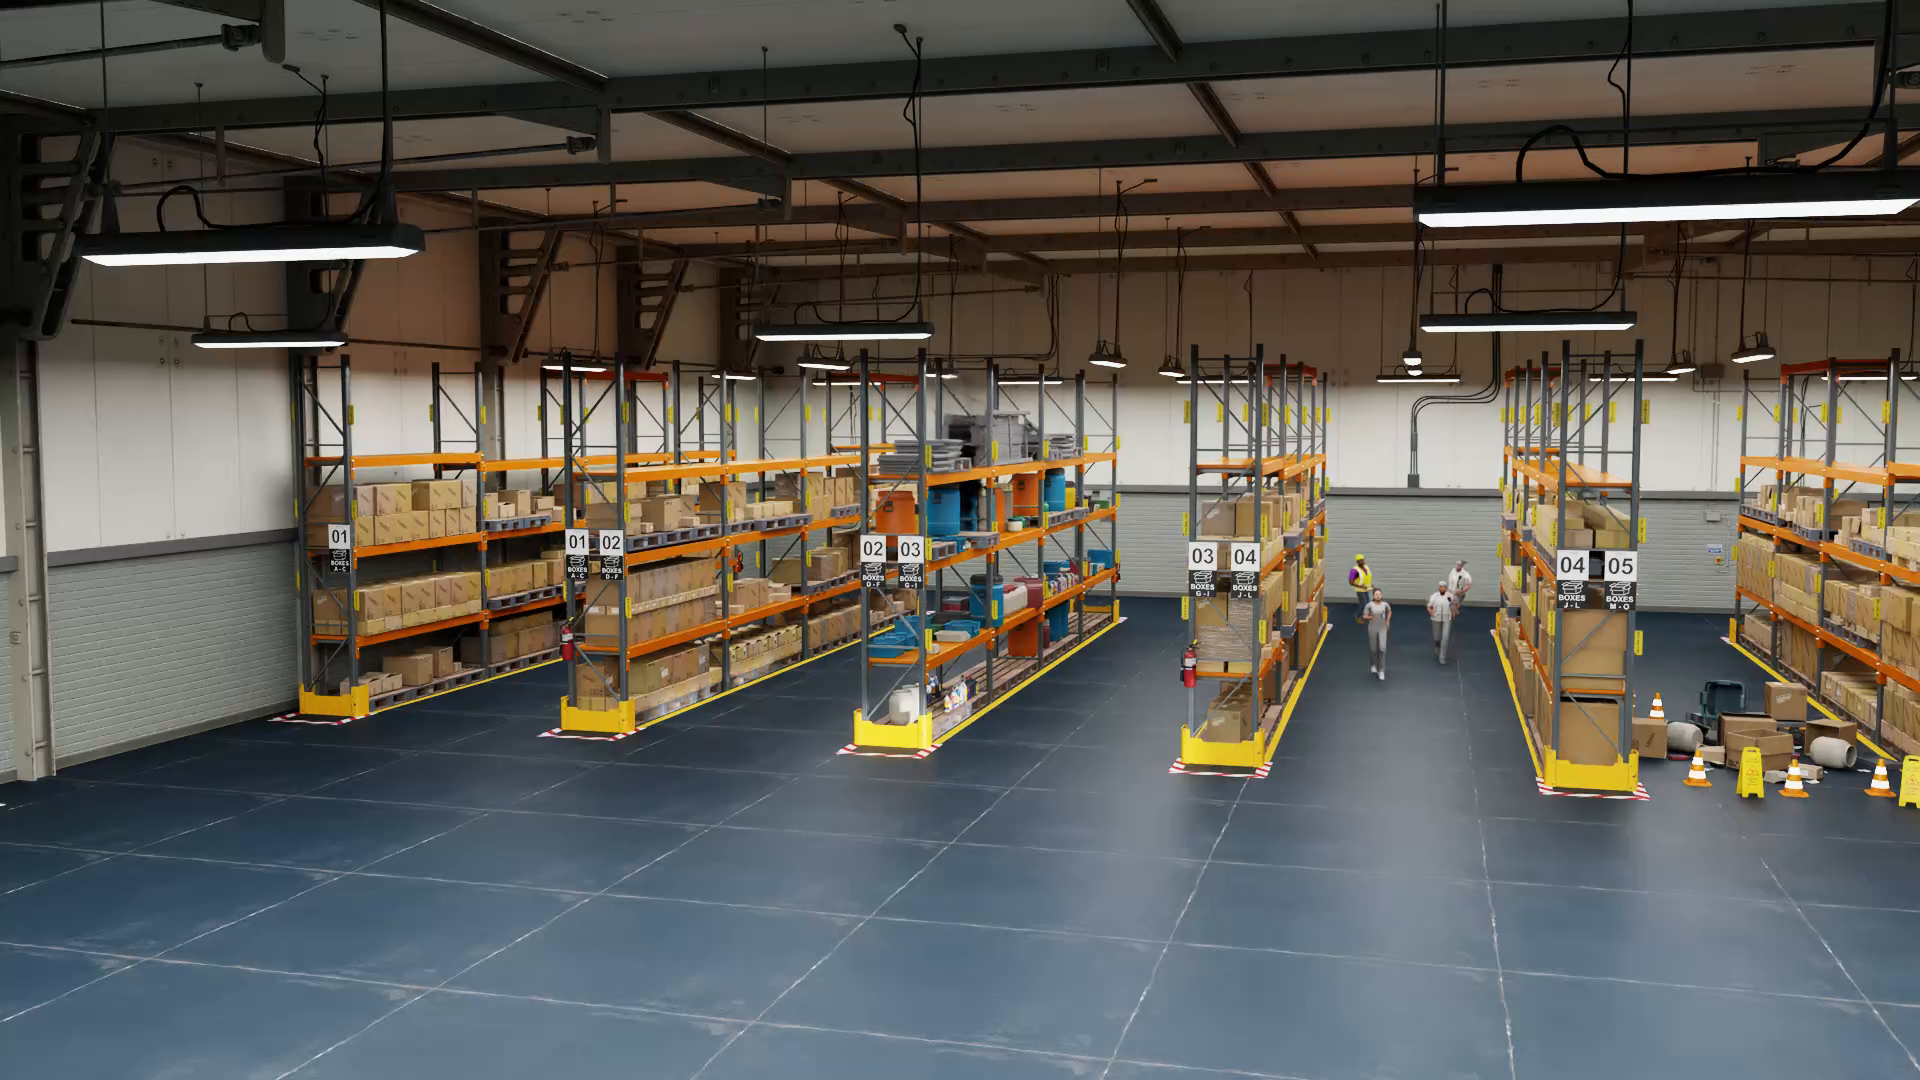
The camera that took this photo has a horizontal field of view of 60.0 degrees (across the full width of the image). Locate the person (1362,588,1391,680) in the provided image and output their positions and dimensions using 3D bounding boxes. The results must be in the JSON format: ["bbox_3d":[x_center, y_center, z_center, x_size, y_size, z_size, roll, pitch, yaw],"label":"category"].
[{"bbox_3d":[7.961,1.781,31.755,0.555,1.682,0.841,1,4,9],"label":"person"}]

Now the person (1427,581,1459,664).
[{"bbox_3d":[9.827,1.660,33.873,0.616,1.663,0.823,1,4,18],"label":"person"}]

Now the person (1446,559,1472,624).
[{"bbox_3d":[11.667,1.252,38.901,0.657,1.679,0.735,-3,5,-31],"label":"person"}]

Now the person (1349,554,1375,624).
[{"bbox_3d":[9.463,1.212,38.998,0.741,1.753,0.843,-2,5,-26],"label":"person"}]
